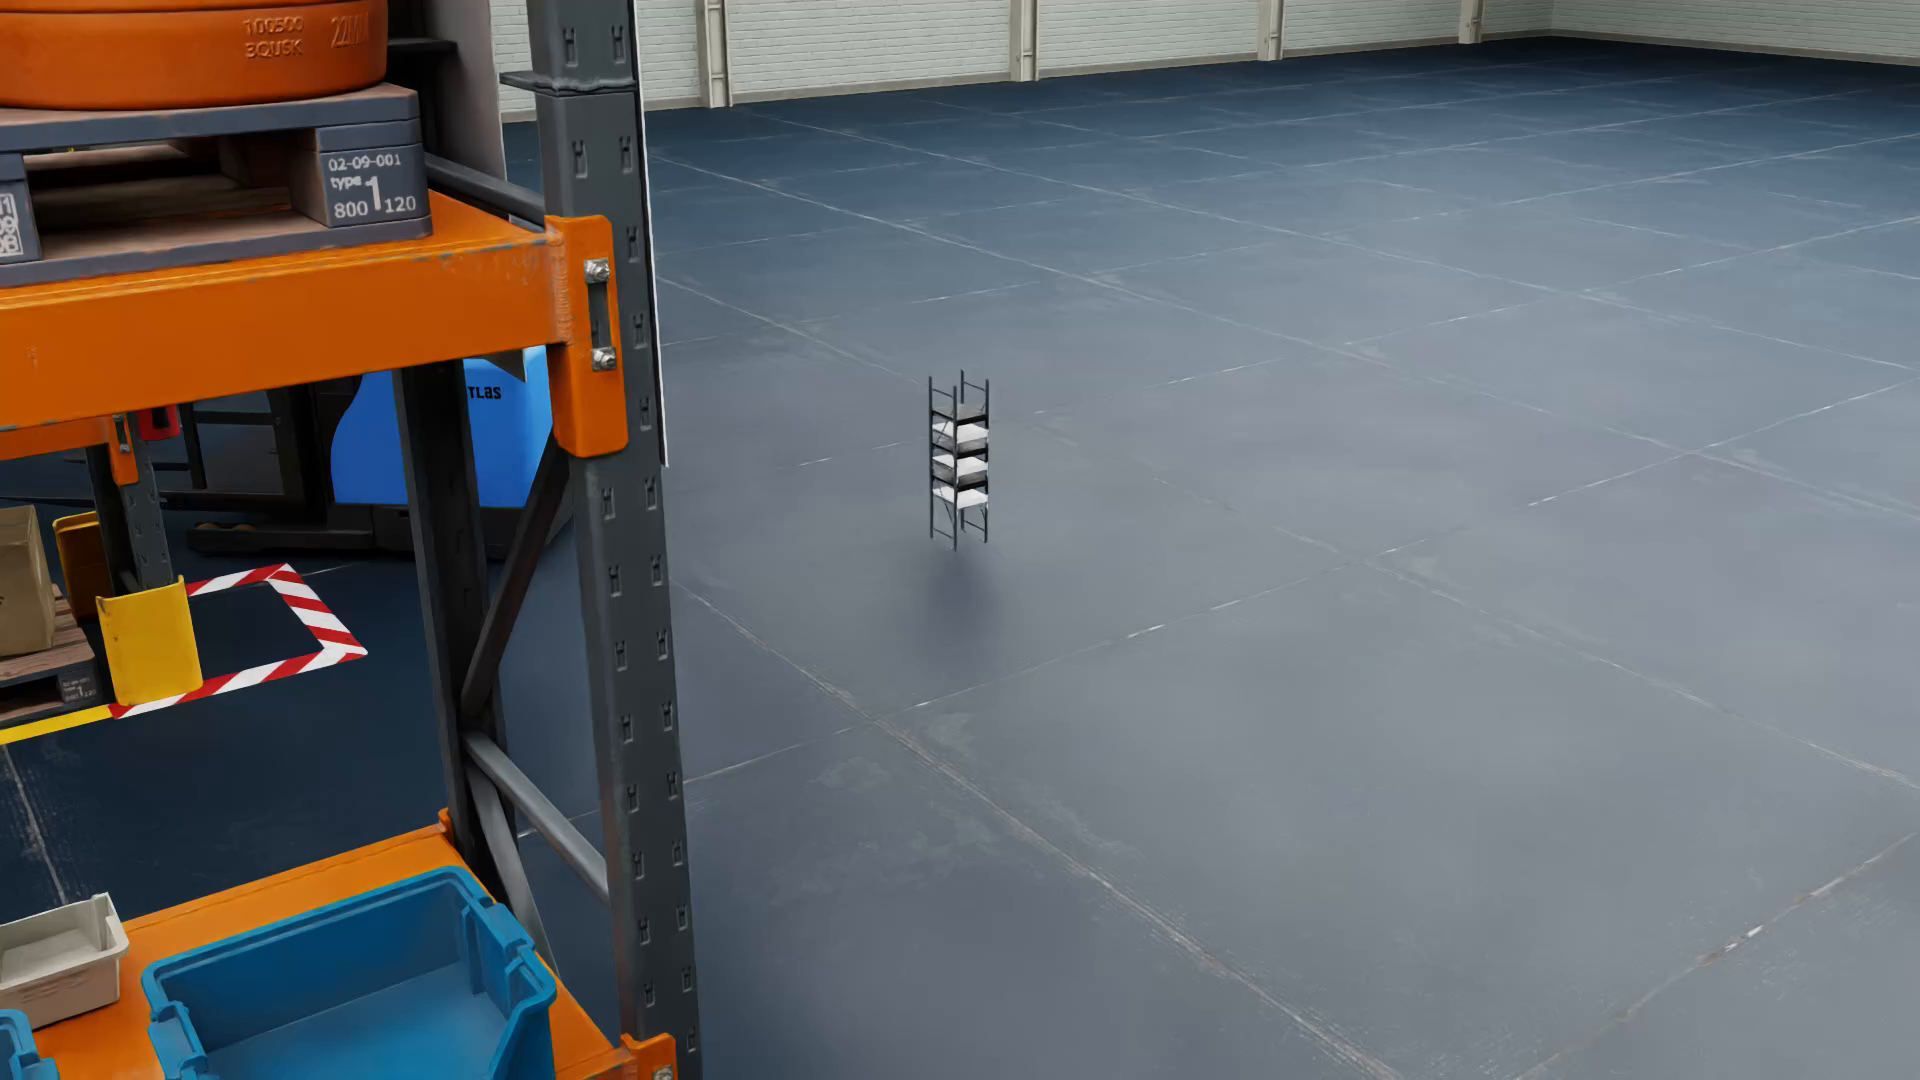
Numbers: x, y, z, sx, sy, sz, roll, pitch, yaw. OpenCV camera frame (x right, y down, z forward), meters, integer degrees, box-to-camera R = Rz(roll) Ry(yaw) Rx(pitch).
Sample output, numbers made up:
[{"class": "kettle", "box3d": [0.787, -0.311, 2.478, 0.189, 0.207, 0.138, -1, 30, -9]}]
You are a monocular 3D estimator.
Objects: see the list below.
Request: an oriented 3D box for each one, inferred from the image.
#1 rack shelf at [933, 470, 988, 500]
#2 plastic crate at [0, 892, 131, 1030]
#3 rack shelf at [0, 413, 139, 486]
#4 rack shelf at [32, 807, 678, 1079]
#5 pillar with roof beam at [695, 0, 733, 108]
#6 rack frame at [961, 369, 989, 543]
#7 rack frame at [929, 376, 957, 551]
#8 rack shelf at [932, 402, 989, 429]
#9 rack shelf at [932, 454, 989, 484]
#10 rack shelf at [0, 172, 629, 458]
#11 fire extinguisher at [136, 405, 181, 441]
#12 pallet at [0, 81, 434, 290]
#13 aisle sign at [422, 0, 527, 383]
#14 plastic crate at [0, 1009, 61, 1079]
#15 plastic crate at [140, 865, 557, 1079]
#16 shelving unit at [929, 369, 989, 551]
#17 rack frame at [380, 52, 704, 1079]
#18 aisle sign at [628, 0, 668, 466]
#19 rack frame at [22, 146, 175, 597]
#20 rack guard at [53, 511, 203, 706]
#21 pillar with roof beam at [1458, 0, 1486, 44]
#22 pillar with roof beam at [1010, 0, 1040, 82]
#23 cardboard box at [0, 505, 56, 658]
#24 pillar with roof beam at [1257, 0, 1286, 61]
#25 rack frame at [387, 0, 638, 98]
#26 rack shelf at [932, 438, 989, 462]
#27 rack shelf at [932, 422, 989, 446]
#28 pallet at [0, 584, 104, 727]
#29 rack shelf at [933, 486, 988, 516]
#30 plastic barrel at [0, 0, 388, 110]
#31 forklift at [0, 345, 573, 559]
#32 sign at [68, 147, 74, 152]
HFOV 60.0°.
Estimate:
[{"class": "rack shelf", "box3d": [-0.007, -0.302, 8.771, 0.200, 0.077, 0.258, -15, 26, -33]}, {"class": "plastic crate", "box3d": [-1.737, 0.808, 3.179, 0.250, 0.136, 0.298, -15, 26, -33]}, {"class": "rack shelf", "box3d": [-5.339, -0.134, 6.156, 4.000, 0.370, 1.077, -15, 26, -33]}, {"class": "rack shelf", "box3d": [-2.447, 1.356, 2.422, 4.000, 0.370, 1.077, -15, 26, -33]}, {"class": "pillar with roof beam", "box3d": [-1.242, -9.584, 20.772, 0.400, 9.000, 9.100, -15, 26, -33]}, {"class": "rack frame", "box3d": [0.076, -0.438, 8.780, 0.006, 0.900, 0.240, -15, 26, -33]}, {"class": "rack frame", "box3d": [-0.089, -0.394, 8.670, 0.006, 0.900, 0.240, -15, 26, -33]}, {"class": "rack shelf", "box3d": [-0.007, -0.636, 8.637, 0.200, 0.077, 0.258, -15, 26, -33]}, {"class": "rack shelf", "box3d": [-0.007, -0.385, 8.738, 0.200, 0.077, 0.258, -15, 26, -33]}, {"class": "rack shelf", "box3d": [-2.447, -0.037, 1.866, 4.000, 0.370, 1.077, -15, 26, -33]}, {"class": "fire extinguisher", "box3d": [-3.354, -0.751, 6.836, 0.183, 0.674, 0.296, -15, 26, -33]}, {"class": "pallet", "box3d": [-1.552, -0.567, 2.477, 1.213, 0.211, 1.003, -15, 26, -33]}, {"class": "aisle sign", "box3d": [-0.936, -0.722, 3.151, 0.004, 0.787, 0.394, -15, 26, -33]}, {"class": "plastic crate", "box3d": [-1.585, 0.995, 2.556, 0.408, 0.251, 0.499, -15, 26, -33]}, {"class": "plastic crate", "box3d": [-1.055, 0.856, 2.904, 0.616, 0.251, 0.499, -15, 26, -33]}, {"class": "shelving unit", "box3d": [-0.007, -0.416, 8.725, 0.210, 0.900, 0.258, -15, 26, -33]}, {"class": "rack frame", "box3d": [-0.823, 0.589, 3.373, 0.127, 3.000, 1.000, -15, 26, -33]}, {"class": "aisle sign", "box3d": [-0.591, -0.545, 2.706, 0.004, 0.787, 0.394, -15, 26, -33]}, {"class": "rack frame", "box3d": [-3.716, -0.901, 7.107, 0.127, 3.000, 1.000, -15, 26, -33]}, {"class": "rack guard", "box3d": [-3.777, 0.276, 7.529, 0.348, 0.500, 1.175, -15, 26, -33]}, {"class": "pillar with roof beam", "box3d": [13.370, -13.480, 30.536, 0.400, 9.000, 9.100, -15, 26, -33]}, {"class": "pillar with roof beam", "box3d": [3.629, -10.883, 24.027, 0.400, 9.000, 9.100, -15, 26, -33]}, {"class": "cardboard box", "box3d": [-4.232, 0.195, 7.167, 0.500, 0.500, 0.500, -10, 24, -23]}, {"class": "pillar with roof beam", "box3d": [8.499, -12.181, 27.282, 0.400, 9.000, 9.100, -15, 26, -33]}, {"class": "rack frame", "box3d": [-0.823, -2.197, 2.261, 0.127, 3.000, 1.000, -15, 26, -33]}, {"class": "rack shelf", "box3d": [-0.007, -0.469, 8.704, 0.200, 0.077, 0.258, -15, 26, -33]}, {"class": "rack shelf", "box3d": [-0.007, -0.552, 8.671, 0.200, 0.077, 0.258, -15, 26, -33]}, {"class": "pallet", "box3d": [-4.458, 0.576, 7.169, 1.213, 0.211, 1.003, -15, 26, -33]}, {"class": "rack shelf", "box3d": [-0.007, -0.218, 8.804, 0.200, 0.077, 0.258, -15, 26, -33]}, {"class": "plastic barrel", "box3d": [-1.143, -1.055, 2.300, 0.708, 0.830, 0.600, -15, 26, -33]}, {"class": "forklift", "box3d": [-3.619, -1.467, 8.618, 3.031, 2.935, 1.130, 2, 22, 4]}, {"class": "sign", "box3d": [-3.408, -1.414, 6.405, 0.005, 0.325, 0.100, -15, 26, -33]}]
